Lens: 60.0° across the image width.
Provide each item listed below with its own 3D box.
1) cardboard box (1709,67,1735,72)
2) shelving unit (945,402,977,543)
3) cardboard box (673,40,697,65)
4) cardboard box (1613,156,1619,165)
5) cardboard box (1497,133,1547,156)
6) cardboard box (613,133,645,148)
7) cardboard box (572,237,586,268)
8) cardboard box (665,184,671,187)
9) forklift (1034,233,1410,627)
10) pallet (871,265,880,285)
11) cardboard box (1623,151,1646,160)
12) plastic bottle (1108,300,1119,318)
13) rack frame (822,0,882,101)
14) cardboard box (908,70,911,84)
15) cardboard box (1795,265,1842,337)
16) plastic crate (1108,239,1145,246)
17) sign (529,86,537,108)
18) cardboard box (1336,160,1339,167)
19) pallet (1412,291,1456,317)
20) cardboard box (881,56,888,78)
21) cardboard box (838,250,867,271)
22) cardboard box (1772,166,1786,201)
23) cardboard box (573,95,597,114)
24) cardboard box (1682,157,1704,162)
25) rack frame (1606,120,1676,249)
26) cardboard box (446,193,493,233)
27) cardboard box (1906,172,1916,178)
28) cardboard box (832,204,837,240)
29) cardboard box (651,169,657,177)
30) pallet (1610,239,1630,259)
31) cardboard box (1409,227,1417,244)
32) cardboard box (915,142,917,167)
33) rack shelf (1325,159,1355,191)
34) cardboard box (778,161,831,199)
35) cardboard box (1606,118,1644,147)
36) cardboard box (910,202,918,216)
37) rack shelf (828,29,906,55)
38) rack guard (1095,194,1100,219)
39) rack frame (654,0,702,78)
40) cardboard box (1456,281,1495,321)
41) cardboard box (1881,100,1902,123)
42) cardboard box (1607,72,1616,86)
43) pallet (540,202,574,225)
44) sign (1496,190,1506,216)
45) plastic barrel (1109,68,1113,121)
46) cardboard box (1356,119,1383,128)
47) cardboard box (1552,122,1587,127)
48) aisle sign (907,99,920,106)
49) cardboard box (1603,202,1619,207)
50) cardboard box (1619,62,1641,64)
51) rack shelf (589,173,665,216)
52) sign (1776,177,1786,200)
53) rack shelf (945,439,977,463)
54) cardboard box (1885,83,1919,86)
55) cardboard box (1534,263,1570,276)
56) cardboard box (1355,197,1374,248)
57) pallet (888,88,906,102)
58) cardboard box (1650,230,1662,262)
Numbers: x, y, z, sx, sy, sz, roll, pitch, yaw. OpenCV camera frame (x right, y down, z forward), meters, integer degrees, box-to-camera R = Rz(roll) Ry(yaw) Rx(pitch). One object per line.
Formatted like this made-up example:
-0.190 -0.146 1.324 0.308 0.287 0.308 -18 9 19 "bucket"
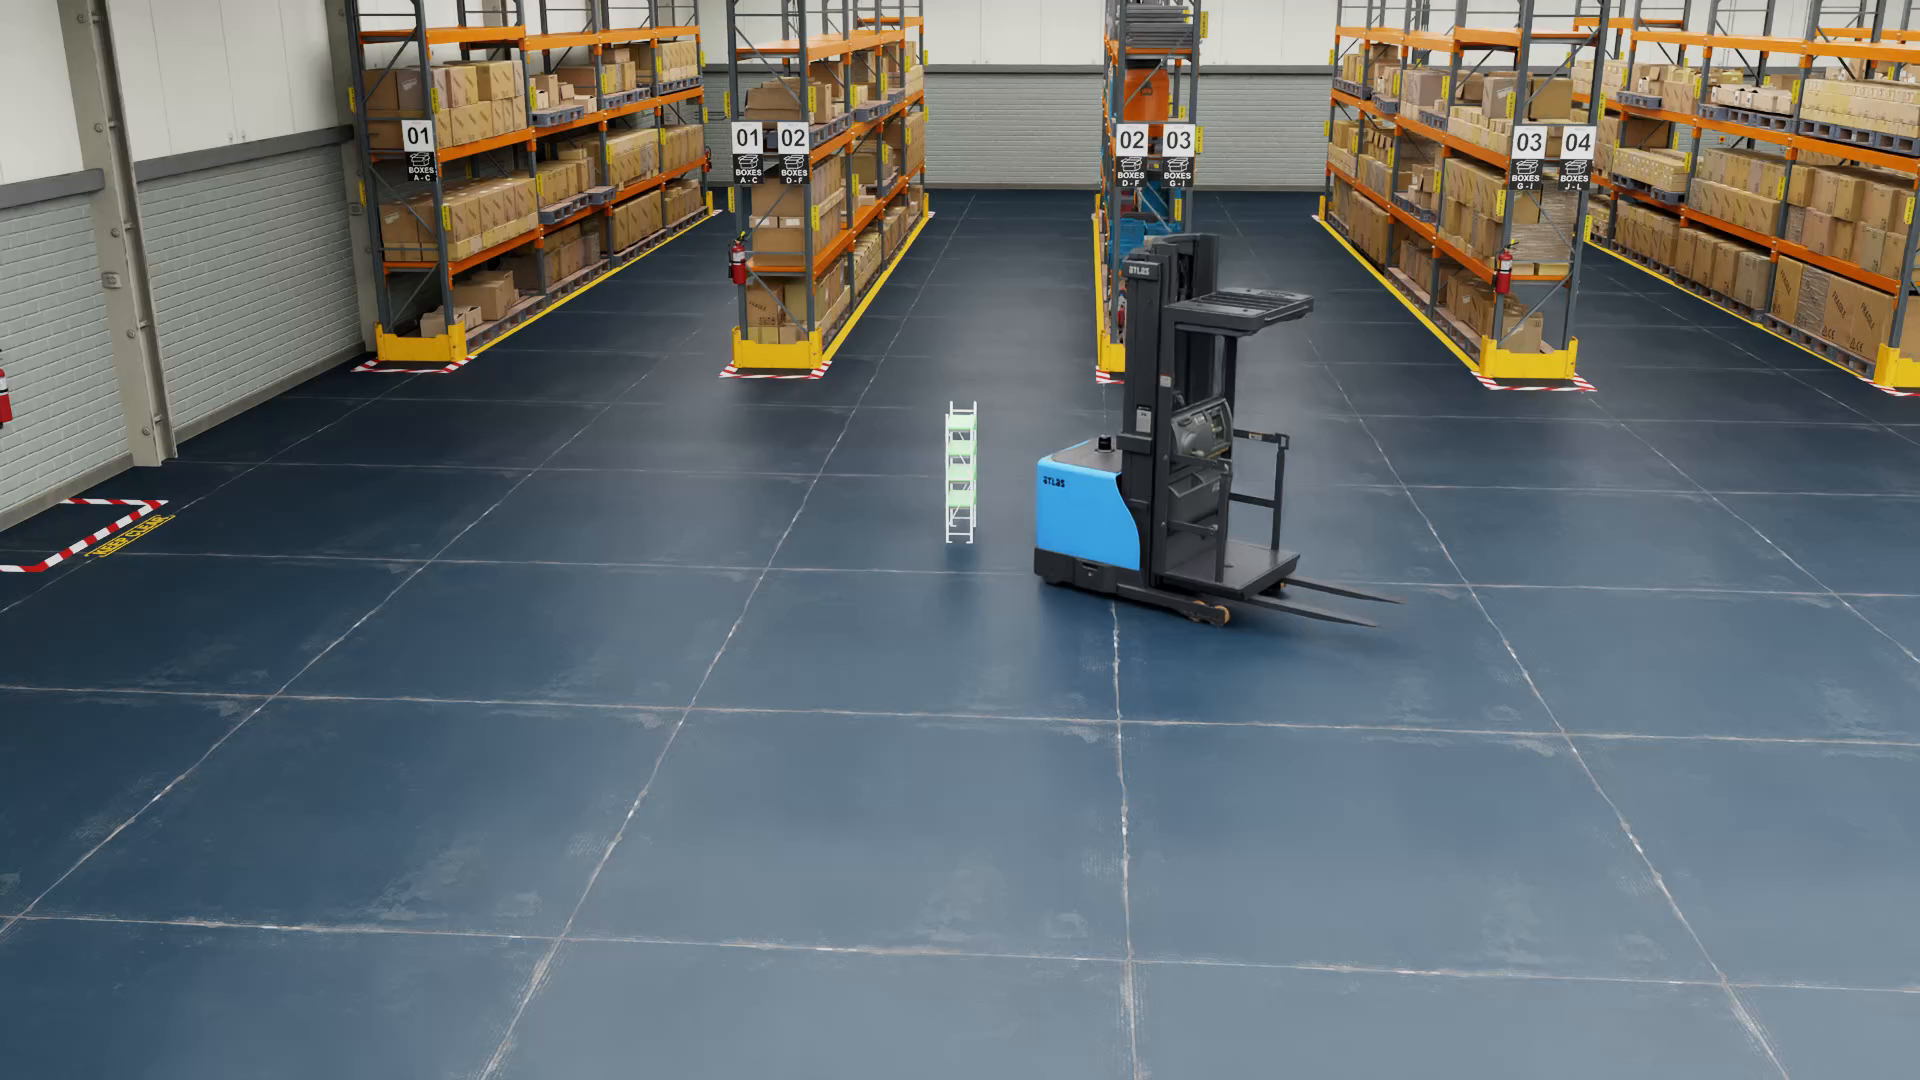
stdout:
13.263 -8.105 28.960 0.396 0.266 0.258 1 18 4 "cardboard box"
0.012 -0.622 15.220 0.258 1.200 0.503 1 18 4 "shelving unit"
-6.025 -10.591 36.139 0.500 0.500 0.500 1 18 4 "cardboard box"
12.743 -7.260 31.841 0.380 0.149 0.250 2 18 5 "cardboard box"
7.211 -5.075 21.346 0.500 0.250 0.500 2 18 5 "cardboard box"
-6.392 -7.711 32.092 0.500 0.250 0.500 2 18 5 "cardboard box"
-6.971 -5.021 29.065 0.700 0.500 0.500 1 18 4 "cardboard box"
-6.475 -7.617 35.976 0.380 0.149 0.250 1 18 4 "cardboard box"
2.118 -0.894 13.271 3.031 2.935 1.130 13 22 34 "forklift"
-1.975 -4.693 29.233 1.003 0.211 1.213 1 18 4 "pallet"
12.708 -7.235 31.287 0.380 0.149 0.250 1 18 4 "cardboard box"
2.261 -3.437 24.469 0.144 0.351 0.185 1 18 3 "plastic bottle"
-1.877 -9.124 28.642 1.000 3.000 0.127 1 18 4 "rack frame"
-1.273 -9.408 33.764 0.500 0.250 0.500 1 18 4 "cardboard box"
12.481 -3.382 23.492 0.875 0.875 0.875 1 18 4 "cardboard box"
2.280 -3.969 22.786 0.499 0.251 0.408 1 18 4 "plastic crate"
-6.563 -6.801 25.541 0.100 0.325 0.005 1 18 4 "sign"
8.133 -7.913 34.987 0.380 0.149 0.250 1 18 3 "cardboard box"
7.771 -3.725 26.279 1.003 0.211 1.213 1 18 4 "pallet"
-1.700 -9.080 32.332 0.600 0.600 0.600 0 18 -1 "cardboard box"
-1.808 -4.629 27.400 0.500 0.311 0.500 1 18 2 "cardboard box"
12.687 -5.343 24.972 0.700 0.500 0.500 1 18 3 "cardboard box"
-6.600 -7.545 28.753 0.500 0.311 0.500 1 18 4 "cardboard box"
13.263 -6.819 30.016 0.380 0.149 0.250 2 18 6 "cardboard box"
13.230 -7.151 32.255 1.000 3.000 0.127 1 18 4 "rack frame"
-6.969 -4.647 23.620 0.500 0.500 0.500 1 18 2 "cardboard box"
17.790 -6.789 30.589 0.500 0.250 0.500 2 18 5 "cardboard box"
-2.220 -4.776 24.848 0.700 0.500 0.500 1 18 3 "cardboard box"
-6.268 -7.324 33.157 0.380 0.149 0.250 2 18 5 "cardboard box"
13.176 -5.584 31.952 1.003 0.211 1.213 1 18 4 "pallet"
7.986 -5.219 28.465 0.500 0.250 0.500 2 18 6 "cardboard box"
-1.175 -8.187 35.258 0.500 0.500 0.500 1 18 3 "cardboard box"
8.434 -7.572 34.697 1.077 0.370 4.000 1 18 4 "rack shelf"
-2.261 -5.244 24.193 0.700 0.500 0.500 1 18 4 "cardboard box"
12.994 -7.967 32.502 0.500 0.500 0.500 1 18 2 "cardboard box"
-1.195 -7.191 36.088 0.500 0.250 0.500 1 18 4 "cardboard box"
-1.733 -9.213 30.712 1.077 0.370 4.000 1 18 4 "rack shelf"
3.626 -7.466 37.231 1.175 0.500 0.348 1 18 4 "rack guard"
-6.245 -11.718 36.559 1.000 3.000 0.127 1 18 4 "rack frame"
7.615 -3.518 24.510 0.500 0.500 0.500 7 20 21 "cardboard box"
12.163 -5.480 21.267 0.500 0.250 0.500 1 18 4 "cardboard box"
13.059 -9.053 32.681 0.500 0.250 0.500 1 18 2 "cardboard box"
-6.905 -5.283 26.863 1.003 0.211 1.213 1 18 4 "pallet"
6.878 -4.285 21.142 0.100 0.325 0.005 1 18 4 "sign"
2.644 -6.948 26.015 0.600 0.901 0.600 0 18 0 "plastic barrel"
8.804 -8.804 35.861 0.500 0.500 0.500 2 18 5 "cardboard box"
7.796 -5.268 21.294 0.380 0.149 0.250 2 18 5 "cardboard box"
-0.993 -10.007 36.798 0.394 0.787 0.004 1 18 4 "aisle sign"
13.590 -6.947 34.583 0.380 0.149 0.250 1 18 2 "cardboard box"
13.663 -9.667 33.916 0.380 0.149 0.250 2 18 5 "cardboard box"
-6.675 -6.661 31.918 1.077 0.370 4.000 1 18 4 "rack shelf"
12.115 -5.188 24.533 0.100 0.325 0.005 1 18 4 "sign"
0.012 -0.789 15.165 0.258 0.148 0.480 1 18 4 "rack shelf"
12.877 -6.163 22.711 0.380 0.149 0.250 1 18 4 "cardboard box"
7.688 -3.530 21.608 0.380 0.149 0.250 1 18 4 "cardboard box"
8.201 -6.006 31.500 1.225 0.875 0.875 1 18 2 "cardboard box"
-1.707 -8.650 32.316 1.213 0.211 1.003 1 18 4 "pallet"
12.771 -5.291 29.921 0.500 0.500 0.500 2 18 6 "cardboard box"
